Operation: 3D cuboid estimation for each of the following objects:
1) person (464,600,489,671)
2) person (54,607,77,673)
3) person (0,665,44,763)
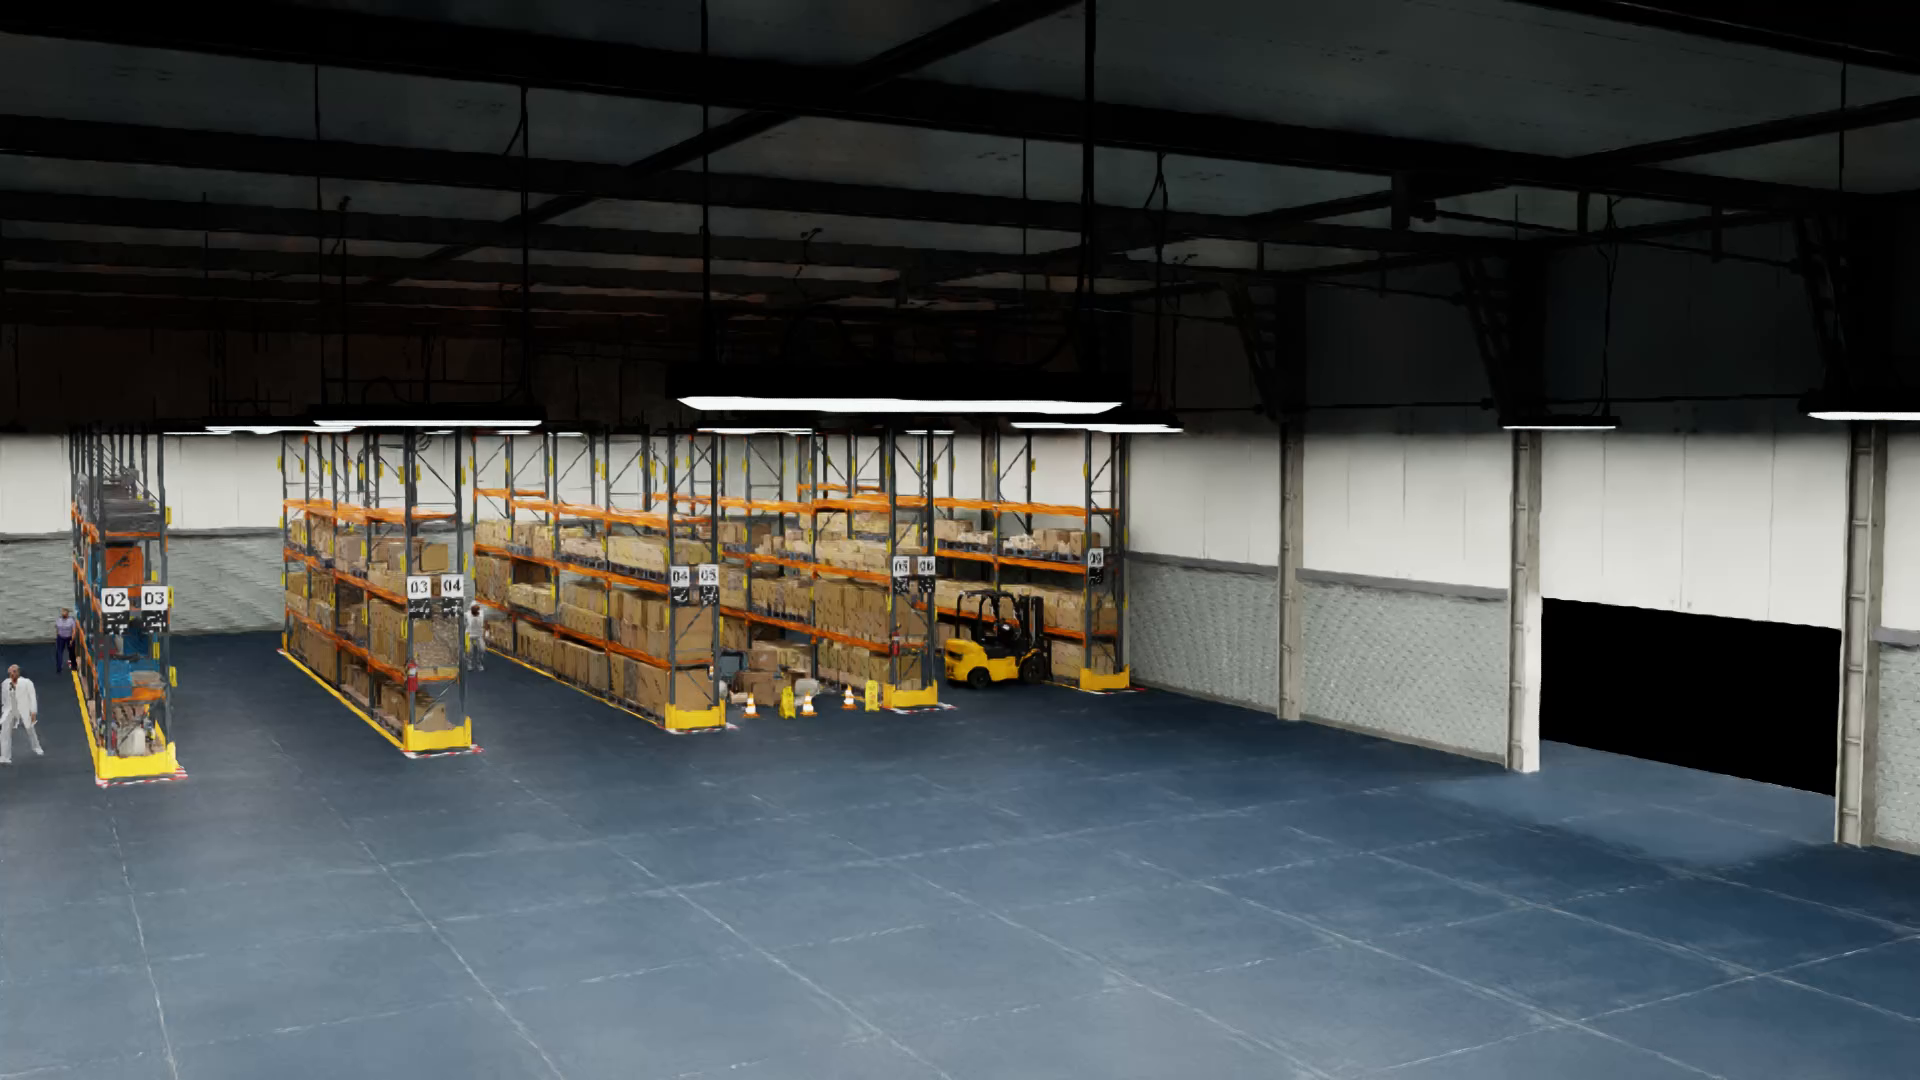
[{"bbox_3d":[-11.872,2.339,40.747,0.732,1.743,0.692,-2,4,-26],"label":"person"},{"bbox_3d":[-21.734,2.419,40.445,0.479,1.576,0.995,-1,4,-20],"label":"person"},{"bbox_3d":[-16.655,3.045,29.428,0.636,1.723,1.039,-1,4,-8],"label":"person"}]
